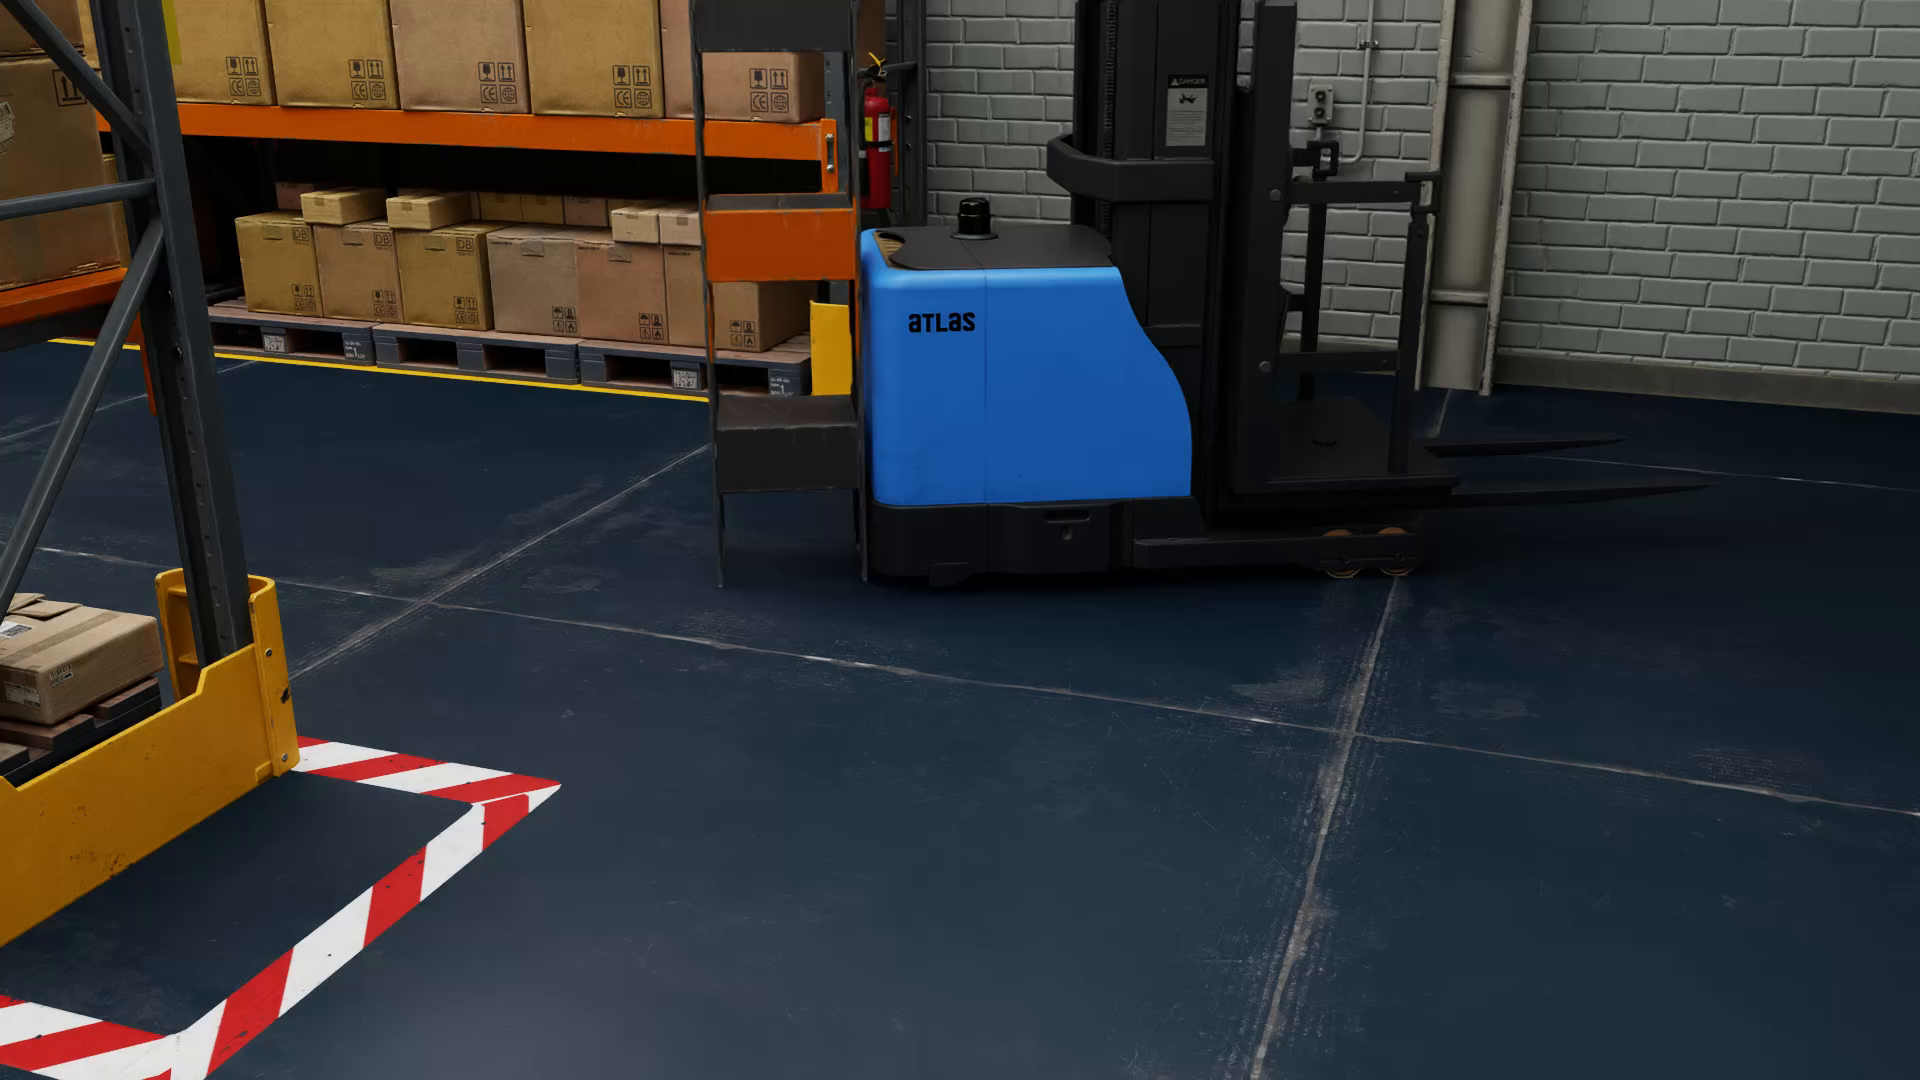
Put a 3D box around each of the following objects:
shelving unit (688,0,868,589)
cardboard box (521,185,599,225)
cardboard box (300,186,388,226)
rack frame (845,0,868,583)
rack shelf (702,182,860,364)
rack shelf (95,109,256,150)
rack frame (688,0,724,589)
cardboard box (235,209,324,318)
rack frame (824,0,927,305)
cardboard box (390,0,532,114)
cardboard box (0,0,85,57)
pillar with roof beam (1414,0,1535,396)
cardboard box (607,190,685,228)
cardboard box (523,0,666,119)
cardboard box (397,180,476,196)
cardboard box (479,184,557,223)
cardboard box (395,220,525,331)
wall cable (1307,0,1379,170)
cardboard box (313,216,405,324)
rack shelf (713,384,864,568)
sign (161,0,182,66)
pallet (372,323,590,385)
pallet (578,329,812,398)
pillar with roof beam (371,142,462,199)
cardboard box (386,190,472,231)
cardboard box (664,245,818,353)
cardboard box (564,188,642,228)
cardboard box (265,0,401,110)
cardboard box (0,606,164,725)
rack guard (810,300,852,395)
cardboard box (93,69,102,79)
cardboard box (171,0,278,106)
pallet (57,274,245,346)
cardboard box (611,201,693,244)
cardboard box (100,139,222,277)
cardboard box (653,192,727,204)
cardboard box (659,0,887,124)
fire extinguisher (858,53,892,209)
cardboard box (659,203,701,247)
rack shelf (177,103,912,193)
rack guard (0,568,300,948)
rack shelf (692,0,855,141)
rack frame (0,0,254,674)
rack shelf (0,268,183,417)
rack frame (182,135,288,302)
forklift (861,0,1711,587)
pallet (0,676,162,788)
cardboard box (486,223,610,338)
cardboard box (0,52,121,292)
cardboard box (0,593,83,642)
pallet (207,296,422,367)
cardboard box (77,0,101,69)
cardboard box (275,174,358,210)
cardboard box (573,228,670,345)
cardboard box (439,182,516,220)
[{"bbox_3d":[-0.589,-0.900,5.470,0.503,2.100,0.431,-2,19,-7],"label":"shelving unit"},{"bbox_3d":[-2.096,-1.764,8.753,0.250,0.149,0.380,7,20,19],"label":"cardboard box"},{"bbox_3d":[-3.230,-1.760,8.742,0.250,0.149,0.380,7,20,20],"label":"cardboard box"},{"bbox_3d":[-0.346,-0.910,5.497,0.015,2.100,0.400,-2,19,-7],"label":"rack frame"},{"bbox_3d":[-0.589,-0.888,5.474,0.480,0.518,0.431,-2,19,-7],"label":"rack shelf"},{"bbox_3d":[-6.055,-2.518,9.837,4.000,0.370,1.077,7,20,18],"label":"rack shelf"},{"bbox_3d":[-0.831,-0.891,5.442,0.015,2.100,0.400,-2,19,-7],"label":"rack frame"},{"bbox_3d":[-3.493,-1.547,9.118,0.500,0.500,0.700,7,20,19],"label":"cardboard box"},{"bbox_3d":[-0.387,-2.210,7.859,0.127,3.000,1.000,7,20,18],"label":"rack frame"},{"bbox_3d":[-2.281,-2.564,8.419,0.700,0.700,0.980,6,20,15],"label":"cardboard box"},{"bbox_3d":[-2.342,-1.319,3.631,0.500,0.500,0.500,7,20,20],"label":"cardboard box"},{"bbox_3d":[1.034,-3.682,2.966,0.400,9.000,9.100,7,20,18],"label":"pillar with roof beam"},{"bbox_3d":[-1.613,-1.709,8.596,0.250,0.149,0.380,7,20,19],"label":"cardboard box"},{"bbox_3d":[-1.563,-2.479,8.174,0.700,0.700,0.980,6,20,18],"label":"cardboard box"},{"bbox_3d":[-2.817,-1.846,8.990,0.250,0.149,0.380,6,20,16],"label":"cardboard box"},{"bbox_3d":[-2.335,-1.791,8.832,0.250,0.149,0.380,6,20,17],"label":"cardboard box"},{"bbox_3d":[-2.536,-1.436,8.798,0.500,0.500,0.700,7,20,19],"label":"cardboard box"},{"bbox_3d":[1.133,-2.845,8.139,1.851,1.984,0.084,7,20,18],"label":"wall cable"},{"bbox_3d":[-3.020,-1.492,8.959,0.500,0.500,0.700,6,20,18],"label":"cardboard box"},{"bbox_3d":[-0.589,-0.227,5.704,0.480,0.518,0.431,-2,19,-7],"label":"rack shelf"},{"bbox_3d":[-1.832,-1.247,3.781,0.005,0.325,0.100,7,20,18],"label":"sign"},{"bbox_3d":[-2.317,-1.088,8.876,1.213,0.211,1.003,7,20,18],"label":"pallet"},{"bbox_3d":[-1.168,-0.955,8.496,1.213,0.211,1.003,7,20,18],"label":"pallet"},{"bbox_3d":[-4.634,-4.330,4.826,0.400,9.000,9.100,7,20,18],"label":"pillar with roof beam"},{"bbox_3d":[-2.736,-1.704,8.580,0.250,0.149,0.380,6,20,17],"label":"cardboard box"},{"bbox_3d":[-1.081,-1.272,8.329,0.500,0.500,0.700,7,20,18],"label":"cardboard box"},{"bbox_3d":[-1.853,-1.736,8.674,0.250,0.149,0.380,7,20,19],"label":"cardboard box"},{"bbox_3d":[-2.971,-2.639,8.635,0.700,0.700,0.980,6,20,17],"label":"cardboard box"},{"bbox_3d":[-2.292,0.317,4.272,0.250,0.149,0.380,7,20,18],"label":"cardboard box"},{"bbox_3d":[-0.365,-1.027,8.263,0.348,0.500,1.175,7,20,18],"label":"rack guard"},{"bbox_3d":[-4.578,-2.481,8.989,0.250,0.149,0.380,7,20,19],"label":"cardboard box"},{"bbox_3d":[-3.659,-2.720,8.866,0.700,0.700,0.980,7,20,19],"label":"cardboard box"},{"bbox_3d":[-4.920,-1.385,9.729,1.213,0.211,1.003,7,20,18],"label":"pallet"},{"bbox_3d":[-1.504,-1.563,8.178,0.250,0.149,0.380,7,20,20],"label":"cardboard box"},{"bbox_3d":[-4.823,-1.855,9.469,0.750,0.750,0.750,7,20,19],"label":"cardboard box"},{"bbox_3d":[-1.377,-1.682,8.518,0.250,0.149,0.380,7,20,18],"label":"cardboard box"},{"bbox_3d":[-0.872,-2.404,7.959,0.700,0.700,0.980,7,21,21],"label":"cardboard box"},{"bbox_3d":[-0.396,-1.838,7.475,0.183,0.674,0.296,7,20,18],"label":"fire extinguisher"},{"bbox_3d":[-1.263,-1.536,8.099,0.250,0.149,0.380,6,20,17],"label":"cardboard box"},{"bbox_3d":[-2.277,-2.086,8.597,4.000,0.370,1.077,7,20,18],"label":"rack shelf"},{"bbox_3d":[-2.081,0.503,3.874,0.348,0.500,1.175,7,20,18],"label":"rack guard"},{"bbox_3d":[-0.589,-1.549,5.244,0.480,0.518,0.431,-2,19,-7],"label":"rack shelf"},{"bbox_3d":[-2.010,-0.669,3.439,0.127,3.000,1.000,7,20,18],"label":"rack frame"},{"bbox_3d":[-3.899,-0.546,4.177,4.000,0.370,1.077,7,20,18],"label":"rack shelf"},{"bbox_3d":[-4.166,-2.642,9.098,0.127,3.000,1.000,7,20,18],"label":"rack frame"},{"bbox_3d":[1.157,-1.422,5.702,3.031,2.935,1.130,-2,19,-7],"label":"forklift"},{"bbox_3d":[-2.835,0.554,4.168,1.213,0.211,1.003,7,20,18],"label":"pallet"},{"bbox_3d":[-2.029,-1.381,8.639,0.500,0.500,0.700,6,20,16],"label":"cardboard box"},{"bbox_3d":[-2.342,-0.846,3.795,0.500,0.500,0.500,7,20,19],"label":"cardboard box"},{"bbox_3d":[-2.528,0.282,4.347,0.250,0.166,0.380,7,20,18],"label":"cardboard box"},{"bbox_3d":[-3.473,-1.219,9.252,1.213,0.211,1.003,7,20,18],"label":"pallet"},{"bbox_3d":[-4.685,-2.811,8.948,0.500,0.500,0.500,6,20,17],"label":"cardboard box"},{"bbox_3d":[-3.565,-1.931,9.233,0.250,0.149,0.380,6,20,18],"label":"cardboard box"},{"bbox_3d":[-1.554,-1.326,8.484,0.500,0.500,0.700,6,20,18],"label":"cardboard box"},{"bbox_3d":[-2.579,-1.819,8.911,0.250,0.149,0.380,7,20,19],"label":"cardboard box"}]
